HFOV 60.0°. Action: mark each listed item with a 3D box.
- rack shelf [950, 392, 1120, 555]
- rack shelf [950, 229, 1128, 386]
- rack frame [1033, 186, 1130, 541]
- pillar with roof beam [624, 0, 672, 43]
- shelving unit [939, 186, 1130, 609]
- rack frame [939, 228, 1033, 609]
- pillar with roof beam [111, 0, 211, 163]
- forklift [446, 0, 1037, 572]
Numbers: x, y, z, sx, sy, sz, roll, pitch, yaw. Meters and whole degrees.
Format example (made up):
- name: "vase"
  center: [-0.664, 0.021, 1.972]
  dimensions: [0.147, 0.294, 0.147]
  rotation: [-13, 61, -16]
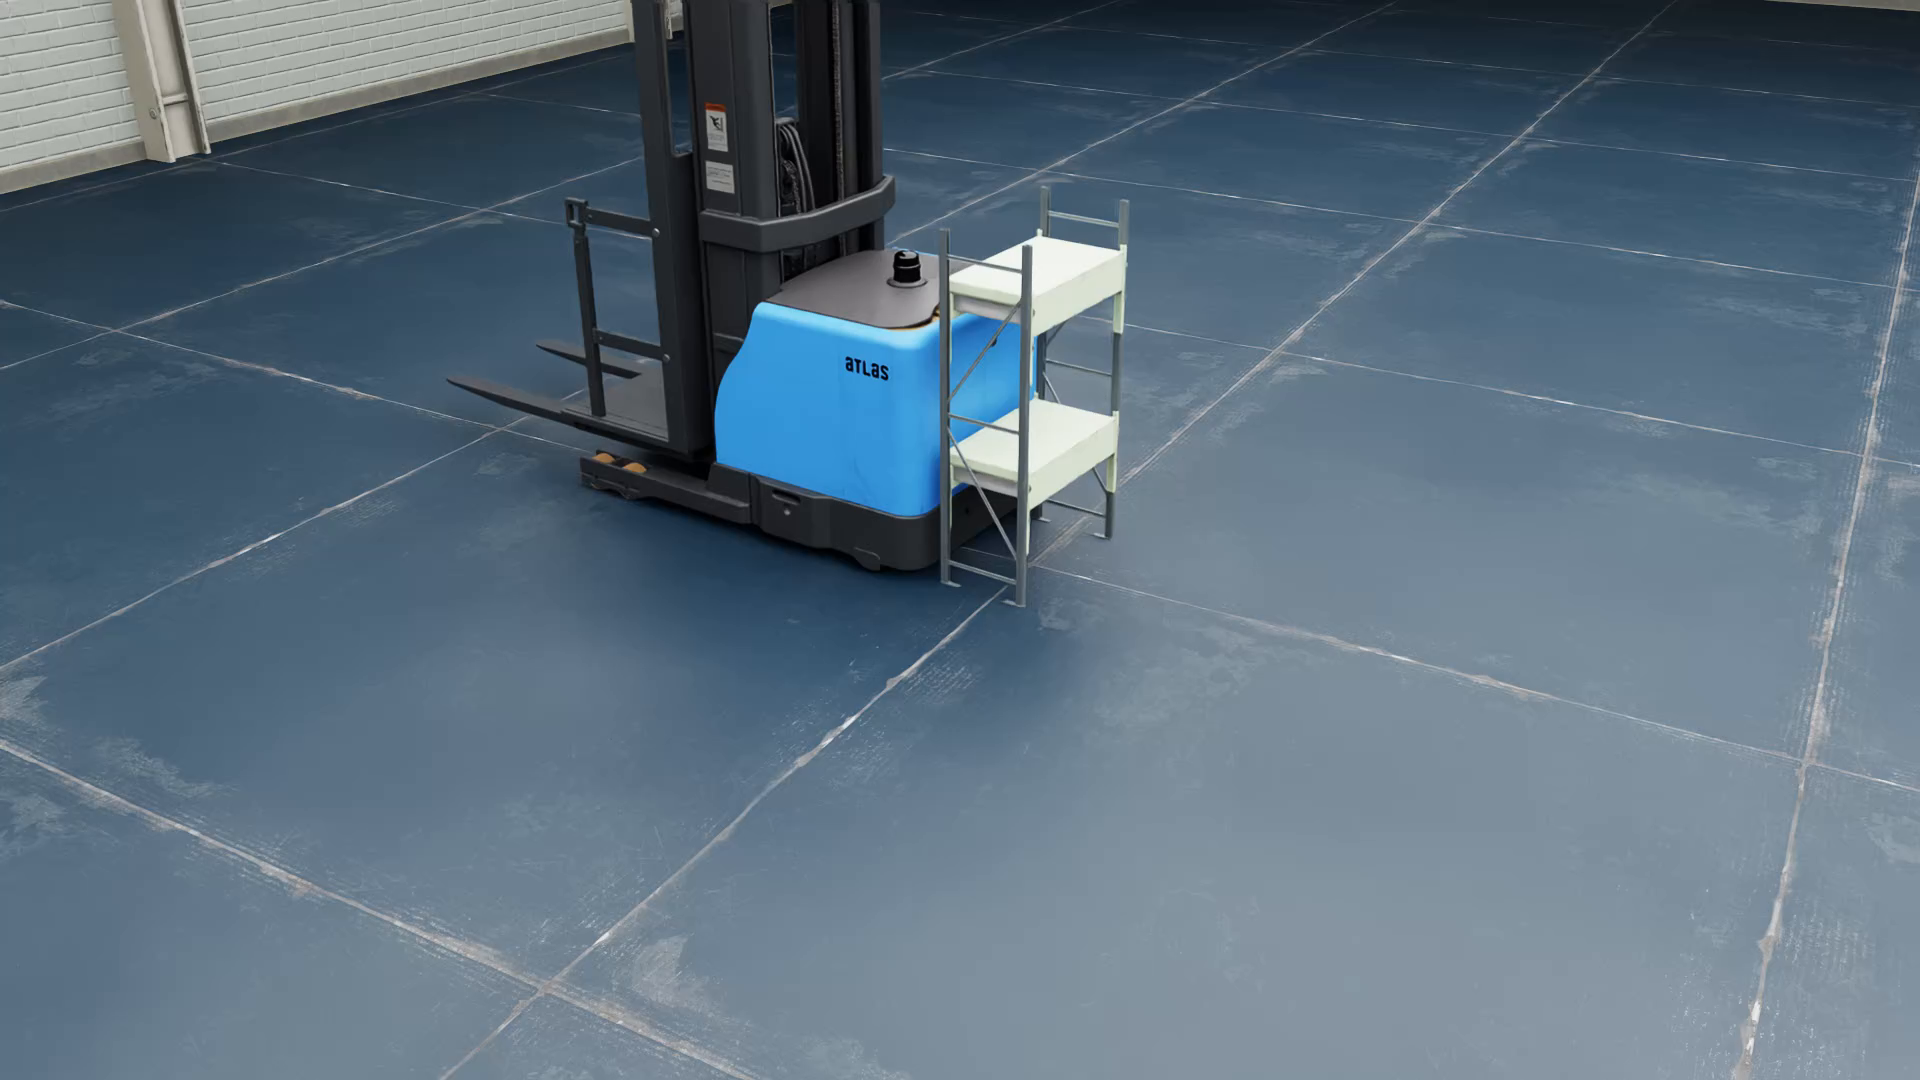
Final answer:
- name: "rack shelf"
  center: [0.295, -0.291, 6.883]
  dimensions: [0.431, 0.370, 0.720]
  rotation: [17, 31, 30]
- name: "rack shelf"
  center: [0.296, -0.931, 6.562]
  dimensions: [0.431, 0.370, 0.720]
  rotation: [17, 31, 30]
- name: "rack frame"
  center: [0.499, -0.718, 7.009]
  dimensions: [0.400, 1.500, 0.023]
  rotation: [17, 31, 30]
- name: "pillar with roof beam"
  center: [0.365, -8.532, 14.242]
  dimensions: [9.100, 9.000, 0.400]
  rotation: [14, 30, 26]
- name: "shelving unit"
  center: [0.296, -0.582, 6.737]
  dimensions: [0.431, 1.500, 0.755]
  rotation: [17, 31, 30]
- name: "rack frame"
  center: [0.092, -0.446, 6.465]
  dimensions: [0.400, 1.500, 0.023]
  rotation: [17, 31, 30]
- name: "pillar with roof beam"
  center: [-2.586, -6.194, 9.570]
  dimensions: [9.100, 9.000, 0.400]
  rotation: [14, 30, 26]
- name: "forklift"
  center: [-1.149, -1.673, 7.318]
  dimensions: [3.031, 2.935, 1.130]
  rotation: [17, 31, 30]
